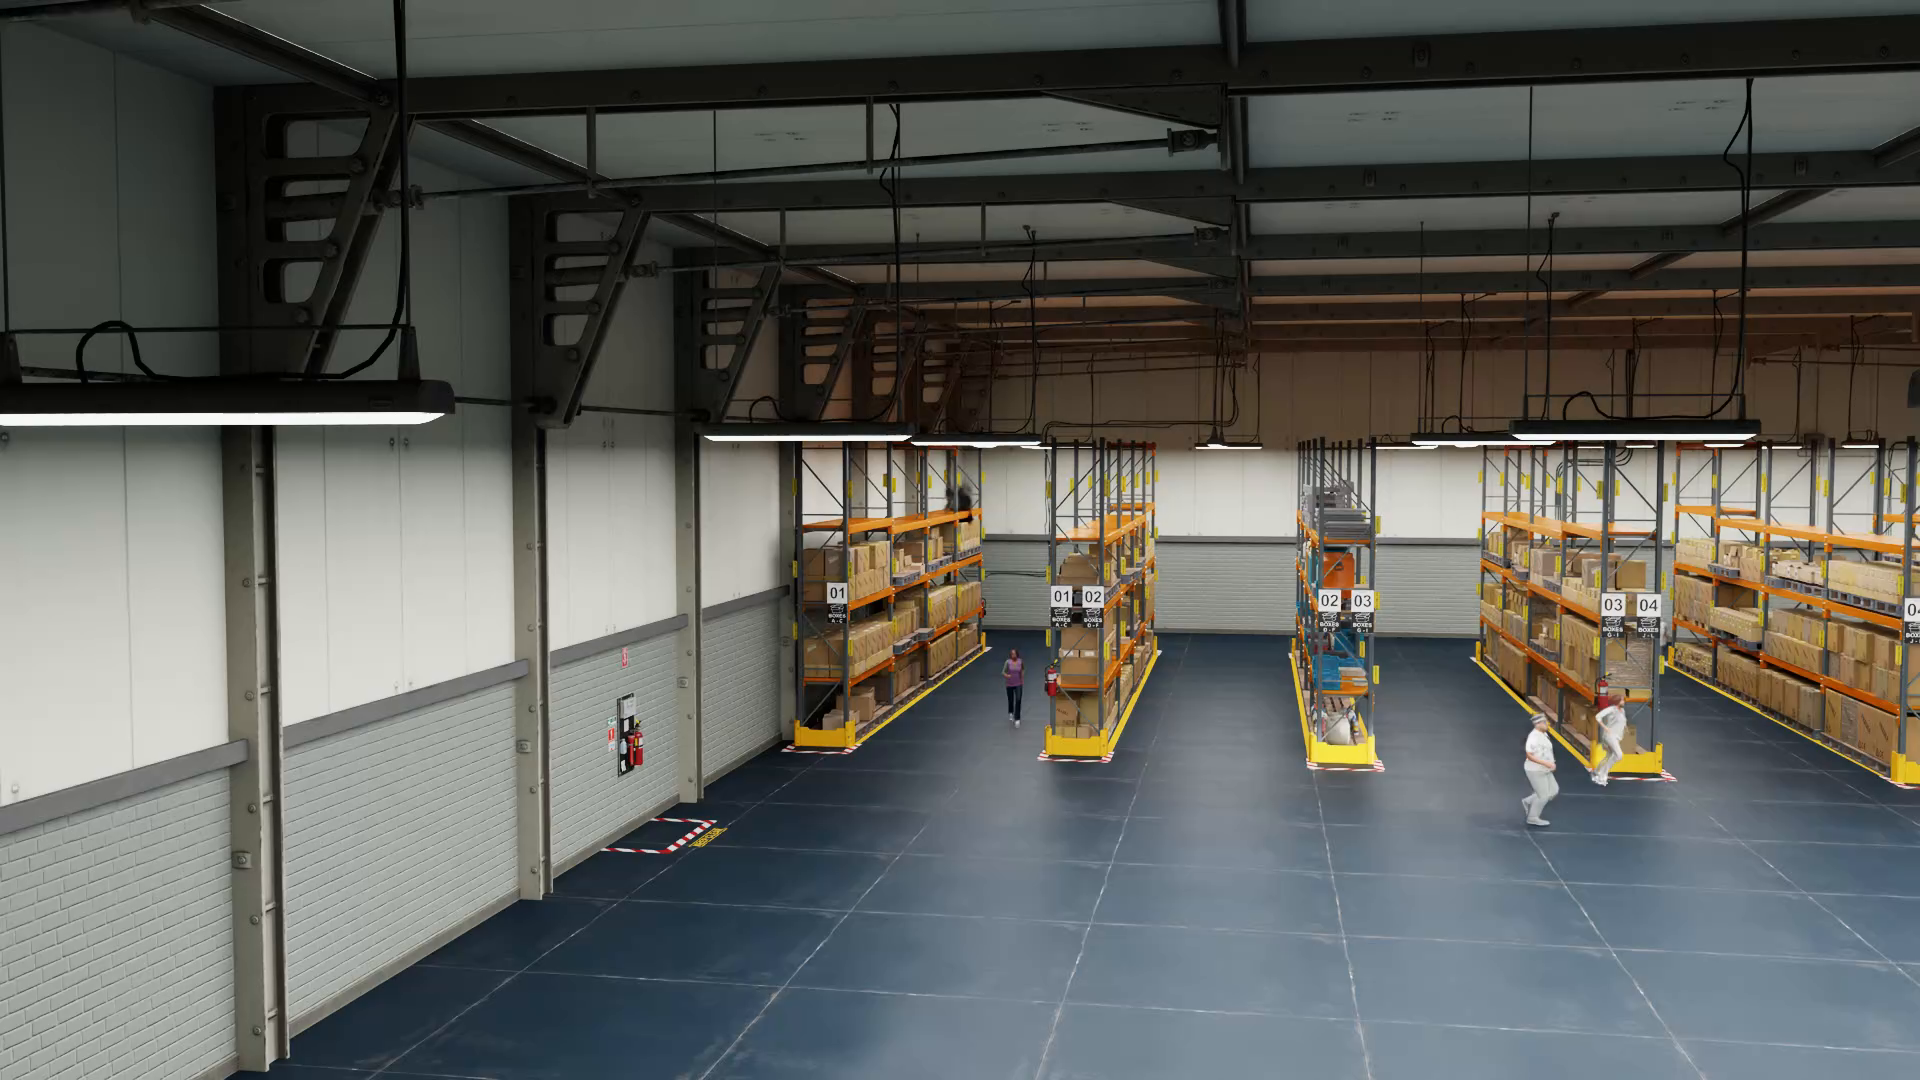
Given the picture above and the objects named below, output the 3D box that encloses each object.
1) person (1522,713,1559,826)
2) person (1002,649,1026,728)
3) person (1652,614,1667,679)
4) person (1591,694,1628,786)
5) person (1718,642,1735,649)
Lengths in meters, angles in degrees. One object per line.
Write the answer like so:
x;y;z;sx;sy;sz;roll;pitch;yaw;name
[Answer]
8.899;3.501;25.459;0.555;1.736;0.640;2;4;35;person
1.131;3.074;34.921;0.508;1.617;0.833;0;3;0;person
17.424;2.655;41.610;0.483;1.816;0.739;1;3;12;person
11.230;3.421;28.631;0.553;1.561;0.591;-3;4;-40;person
20.965;2.474;45.507;0.693;1.750;0.591;0;3;9;person
